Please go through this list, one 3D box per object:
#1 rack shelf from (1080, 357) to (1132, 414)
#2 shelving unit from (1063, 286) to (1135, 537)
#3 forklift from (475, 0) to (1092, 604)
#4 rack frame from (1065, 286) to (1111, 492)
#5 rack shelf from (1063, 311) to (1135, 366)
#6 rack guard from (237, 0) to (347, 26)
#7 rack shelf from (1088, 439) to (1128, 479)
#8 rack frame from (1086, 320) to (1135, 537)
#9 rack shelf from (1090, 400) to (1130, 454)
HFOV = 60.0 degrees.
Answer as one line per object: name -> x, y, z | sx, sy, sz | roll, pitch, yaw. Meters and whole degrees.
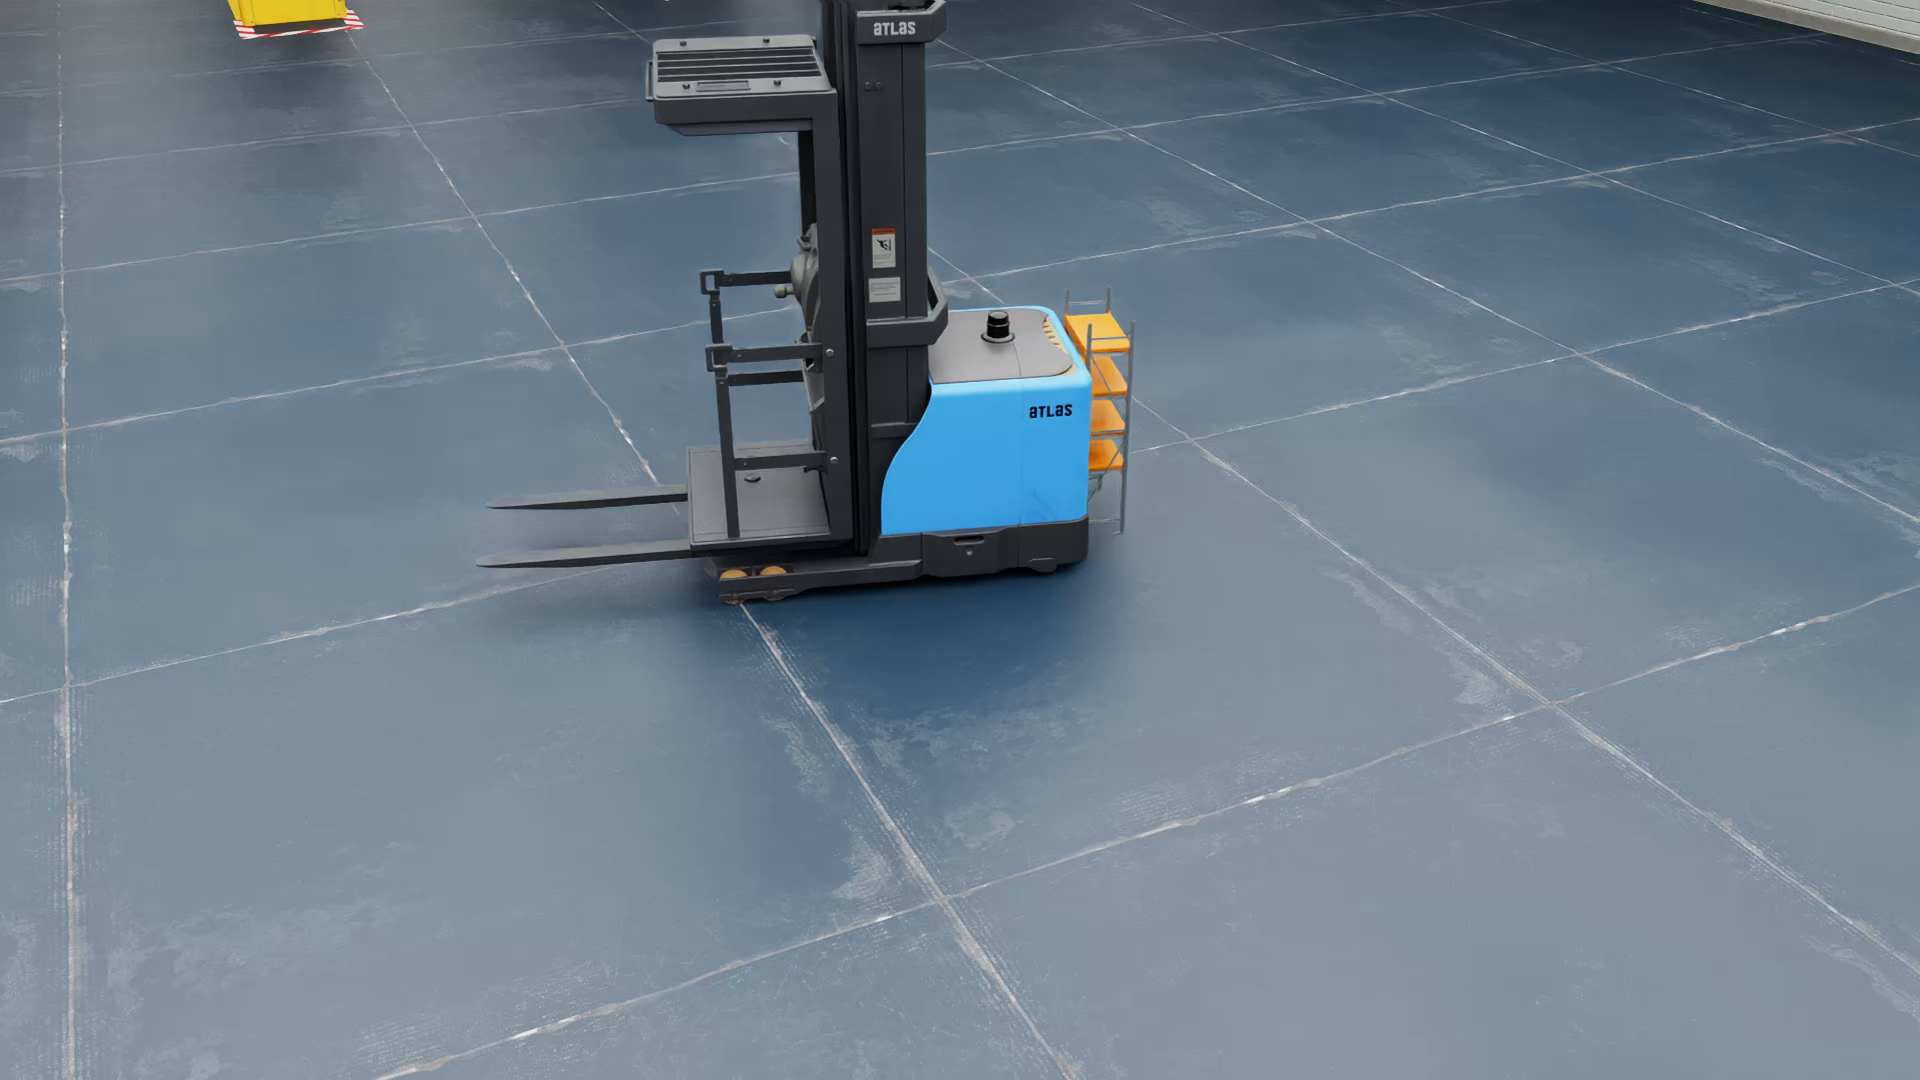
rack shelf -> 0.707, -0.805, 8.640 | 0.258, 0.148, 0.480 | -5, 30, -8
shelving unit -> 0.707, -0.669, 8.716 | 0.258, 1.200, 0.503 | -5, 30, -8
forklift -> -0.913, -1.241, 7.967 | 3.031, 2.935, 1.130 | -5, 30, -8
rack frame -> 0.666, -0.787, 8.926 | 0.240, 1.200, 0.015 | -5, 30, -8
rack shelf -> 0.707, -1.012, 8.524 | 0.258, 0.148, 0.480 | -5, 30, -8
rack guard -> -7.934, -6.433, 19.711 | 1.175, 0.500, 0.348 | -13, 32, -22
rack shelf -> 0.707, -0.437, 8.846 | 0.258, 0.148, 0.480 | -5, 30, -8
rack frame -> 0.749, -0.551, 8.507 | 0.240, 1.200, 0.015 | -5, 30, -8
rack shelf -> 0.707, -0.610, 8.749 | 0.258, 0.148, 0.480 | -5, 30, -8
